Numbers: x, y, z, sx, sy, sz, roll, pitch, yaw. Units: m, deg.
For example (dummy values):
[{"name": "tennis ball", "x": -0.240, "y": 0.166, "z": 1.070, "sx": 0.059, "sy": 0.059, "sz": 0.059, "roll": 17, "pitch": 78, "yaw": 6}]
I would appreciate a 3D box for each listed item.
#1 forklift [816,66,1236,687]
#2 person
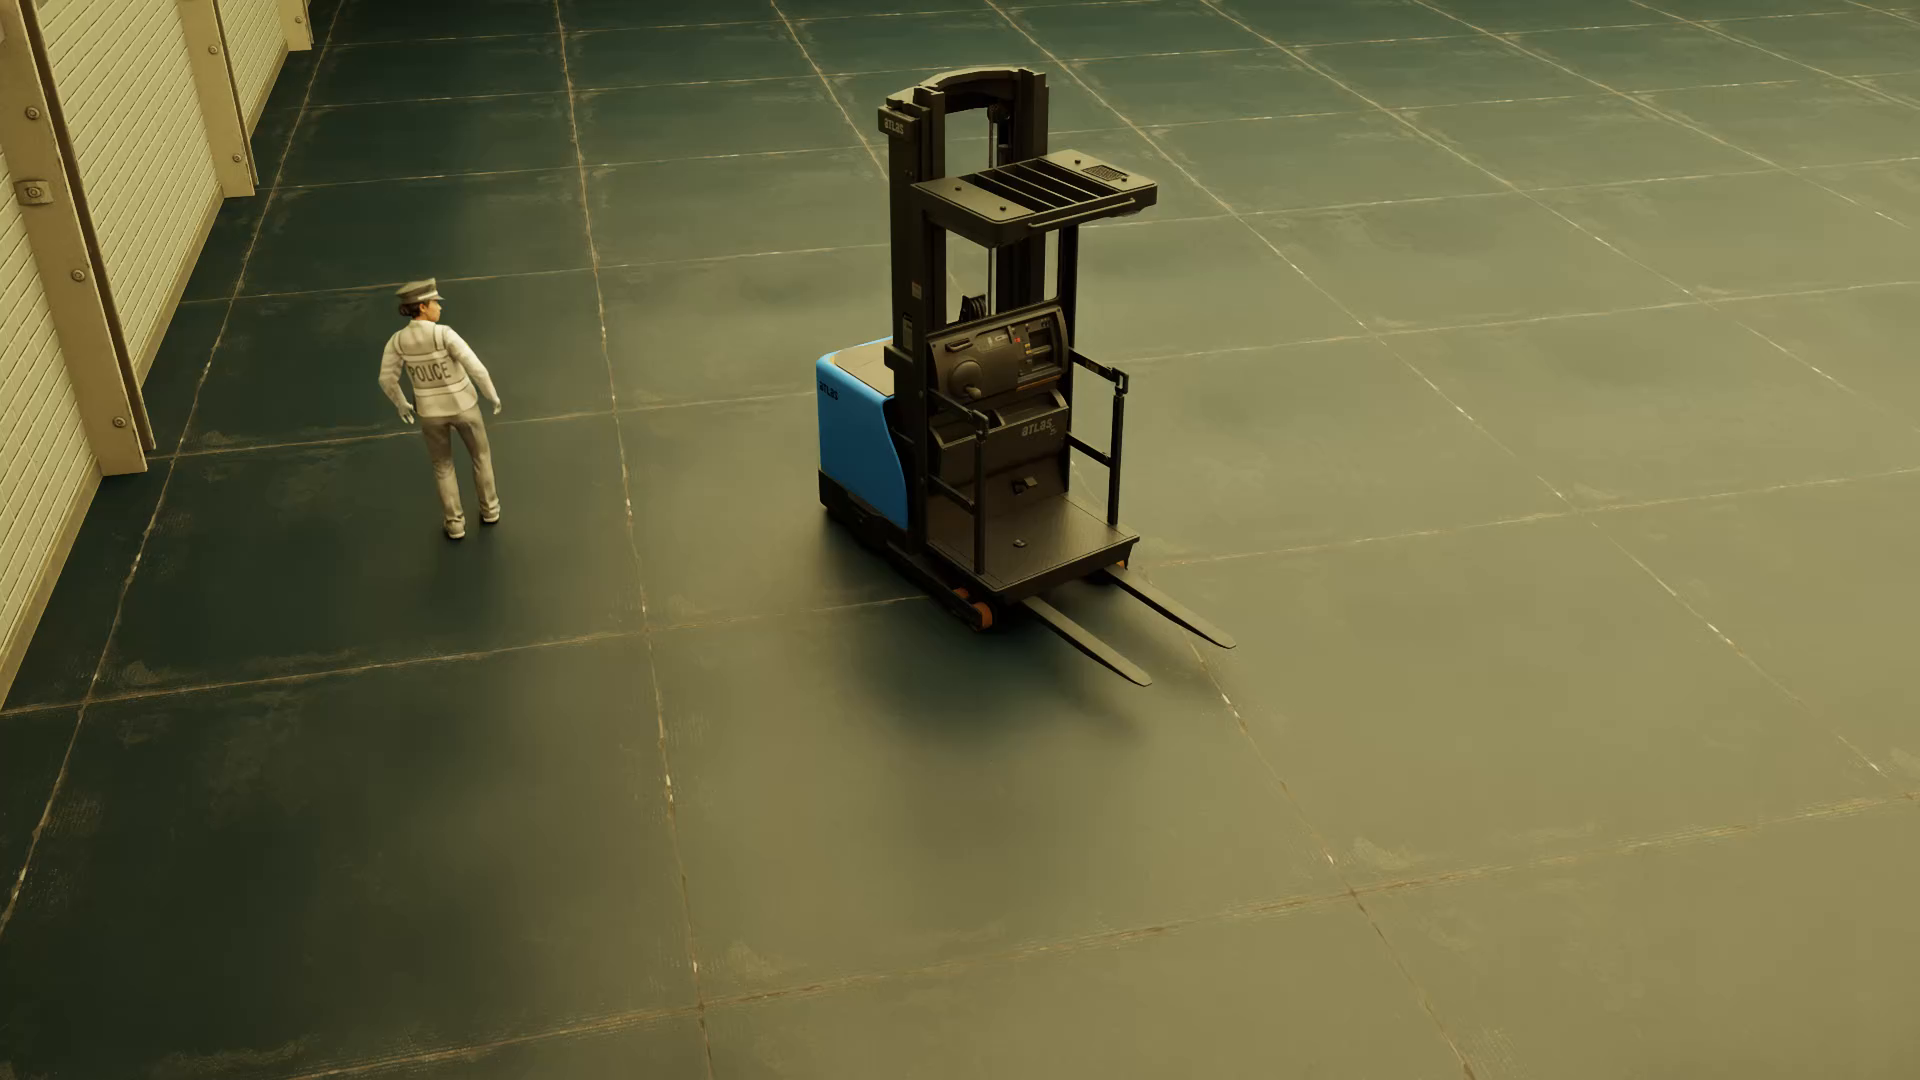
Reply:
[{"name": "forklift", "x": 0.355, "y": -1.021, "z": 9.338, "sx": 1.130, "sy": 2.935, "sz": 3.031, "roll": -20, "pitch": 35, "yaw": -30}, {"name": "person", "x": -3.187, "y": -0.826, "z": 10.281, "sx": 0.693, "sy": 1.654, "sz": 0.468, "roll": -3, "pitch": 30, "yaw": -6}]
